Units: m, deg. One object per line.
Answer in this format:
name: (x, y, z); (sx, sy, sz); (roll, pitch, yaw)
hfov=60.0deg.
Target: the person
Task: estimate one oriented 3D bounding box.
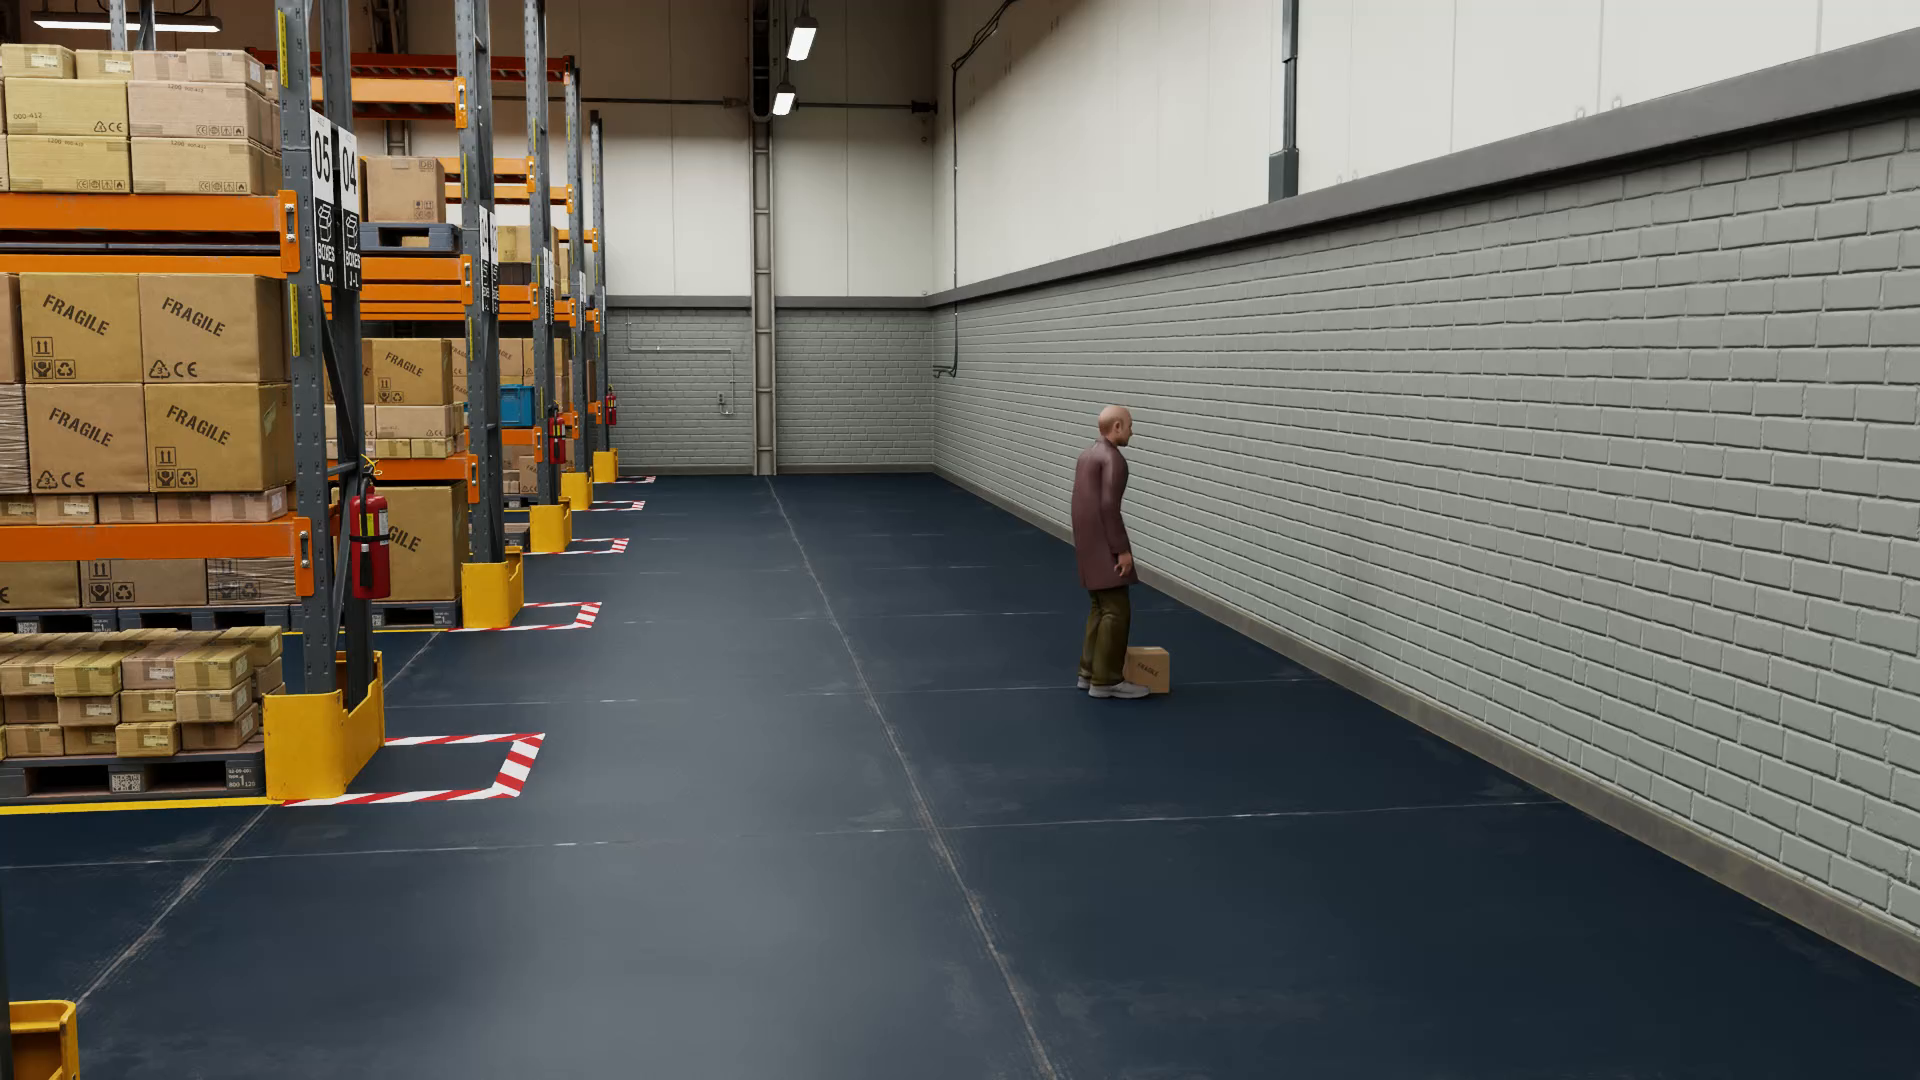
person: (0.908, 0.058, 10.257); (0.429, 1.772, 0.644); (-1, 6, -12)
